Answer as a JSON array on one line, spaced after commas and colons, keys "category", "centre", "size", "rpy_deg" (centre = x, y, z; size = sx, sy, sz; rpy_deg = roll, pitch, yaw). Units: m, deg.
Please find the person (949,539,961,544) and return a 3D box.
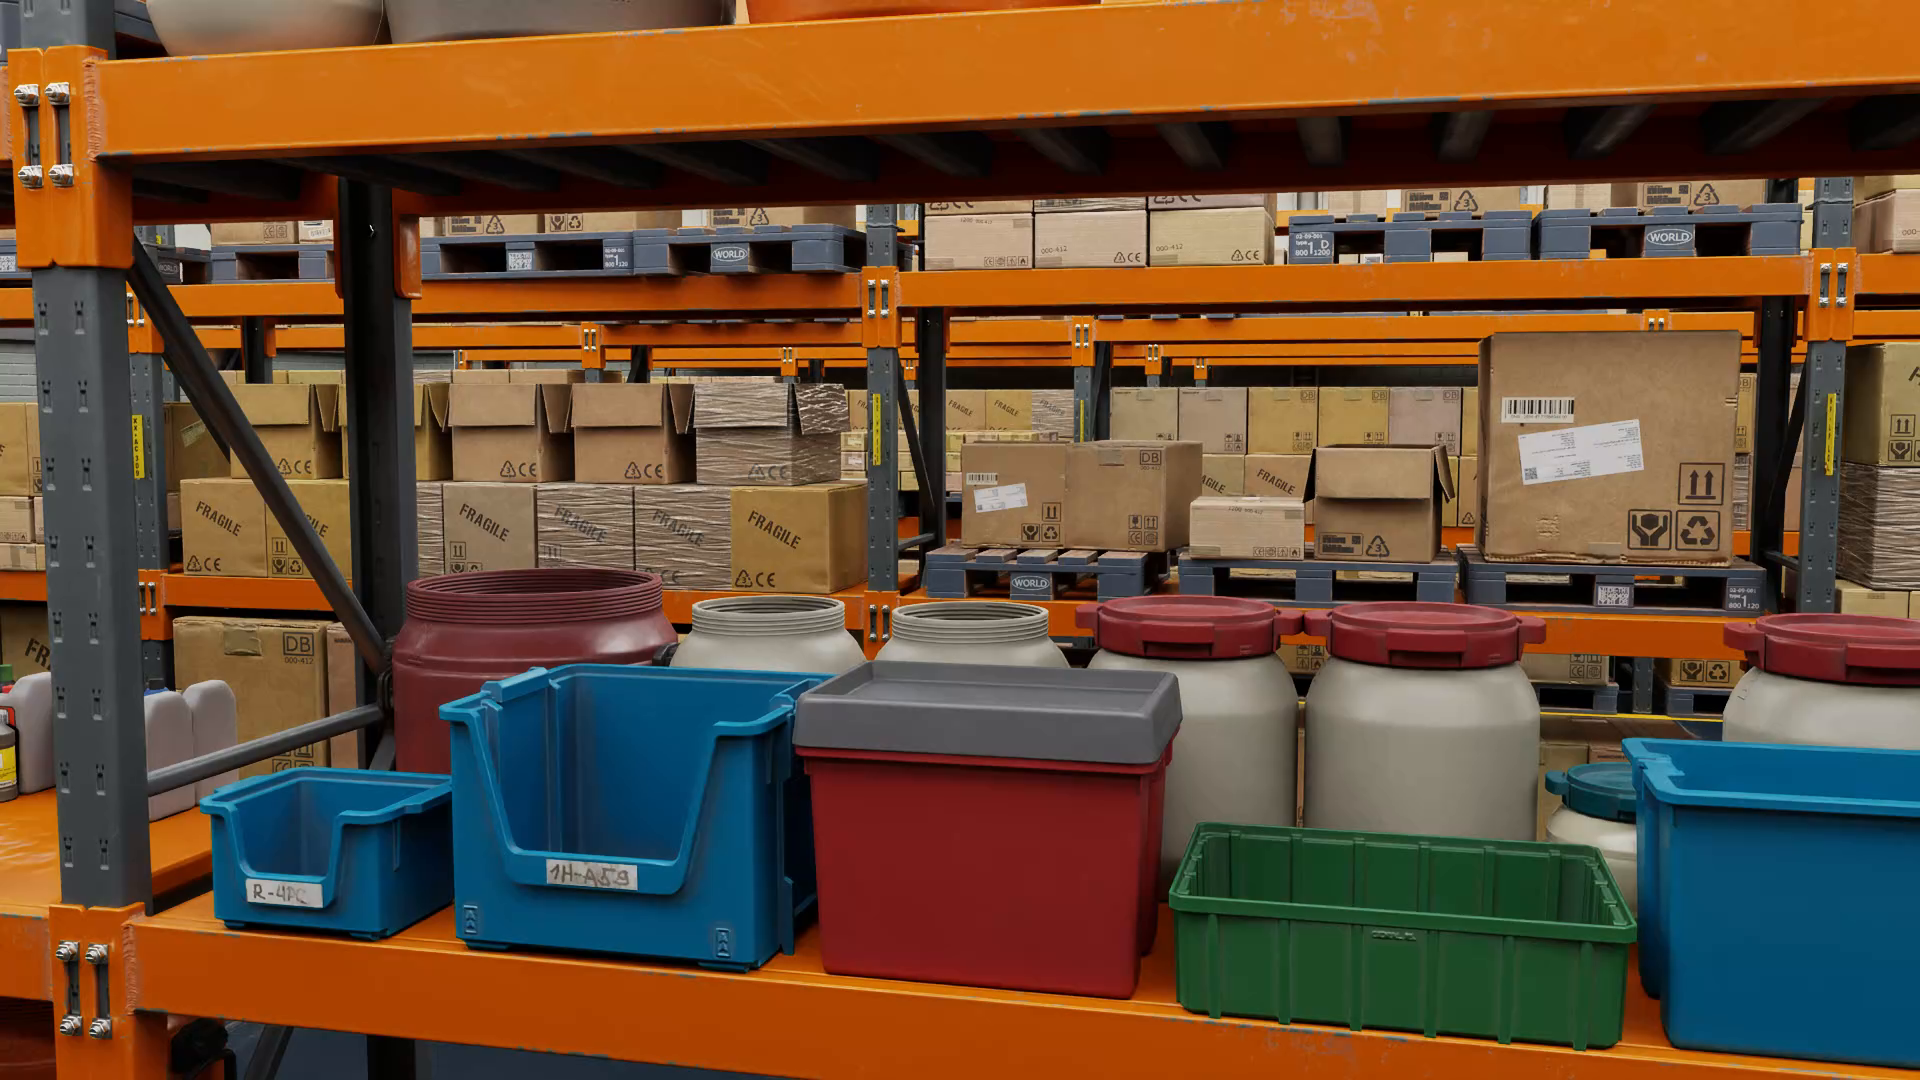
[{"category": "person", "centre": [0.140, -0.013, 16.395], "size": [0.547, 1.666, 0.473], "rpy_deg": [1, 5, 13]}]
